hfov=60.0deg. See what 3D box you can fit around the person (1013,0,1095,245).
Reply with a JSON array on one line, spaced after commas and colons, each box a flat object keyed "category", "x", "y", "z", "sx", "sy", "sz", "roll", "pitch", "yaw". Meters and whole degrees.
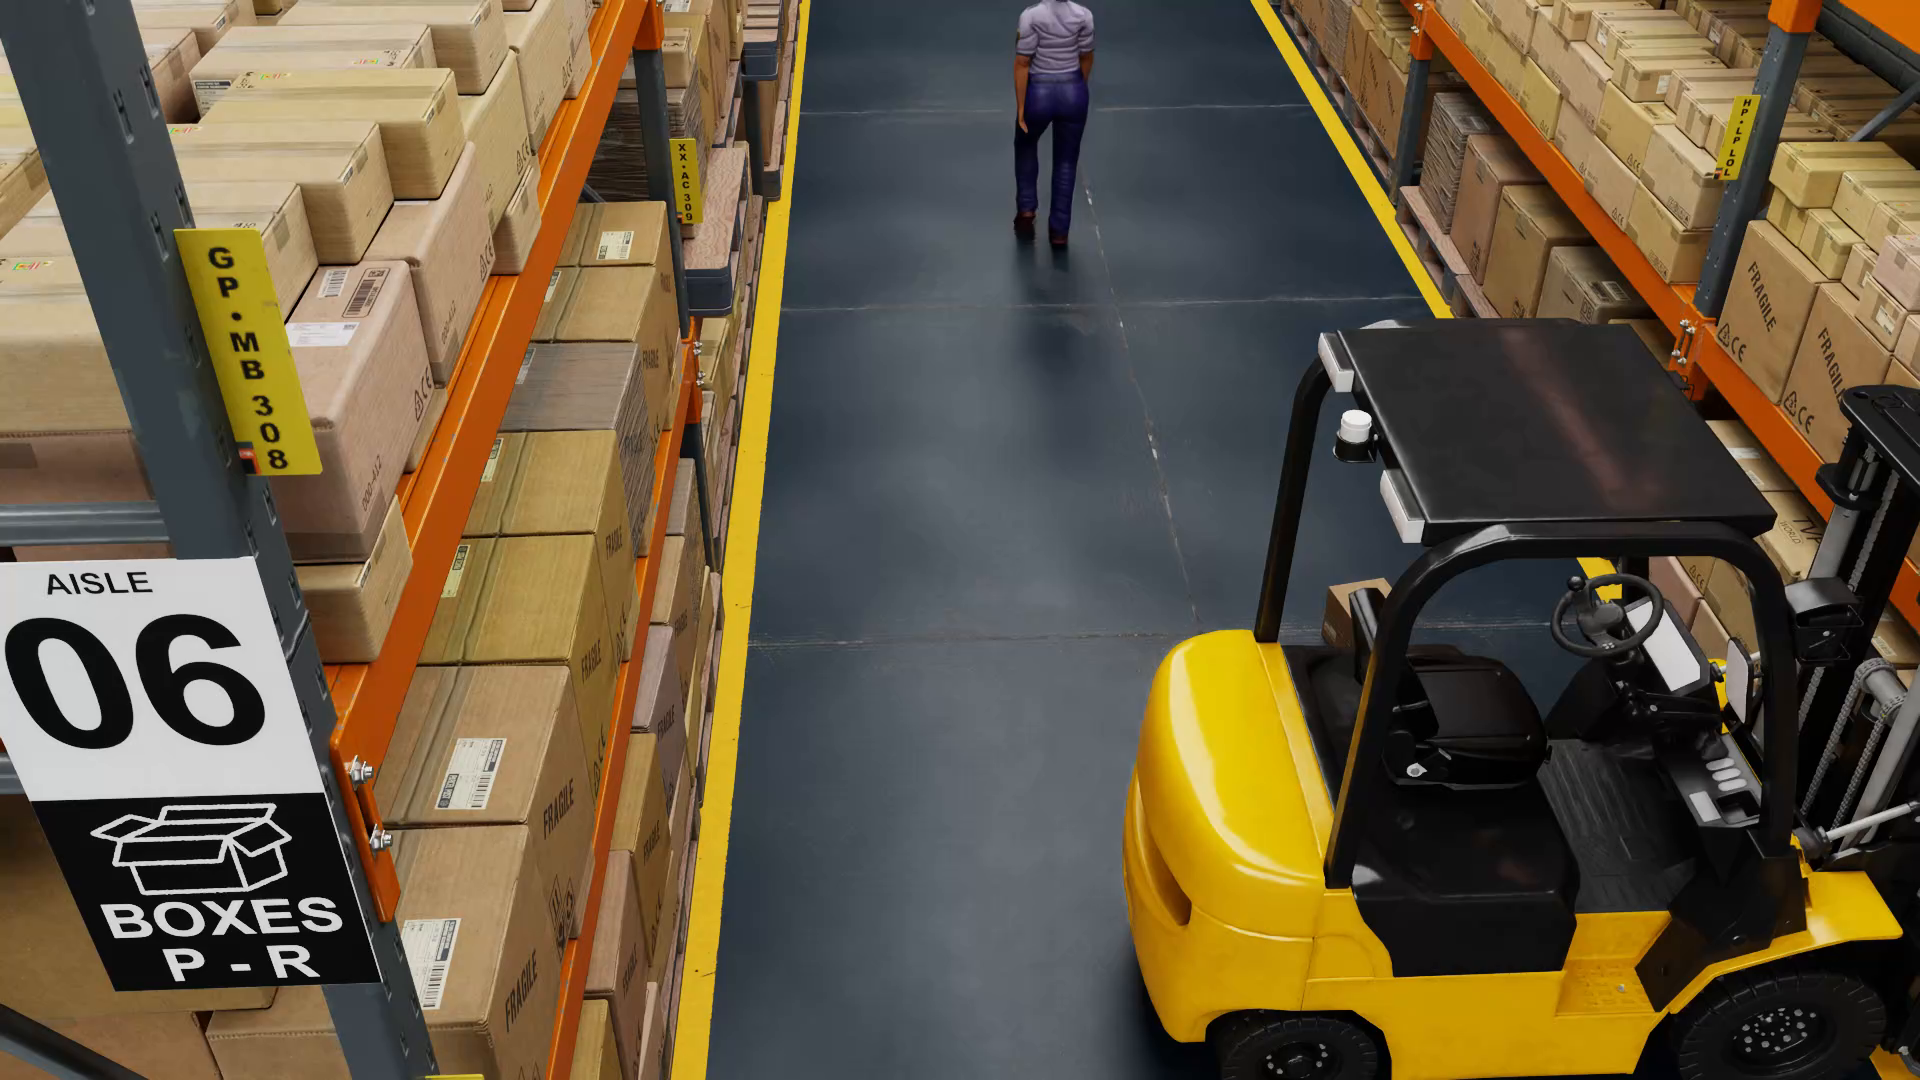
[{"category": "person", "x": 0.540, "y": -2.534, "z": 9.768, "sx": 0.485, "sy": 1.723, "sz": 0.565, "roll": -2, "pitch": 36, "yaw": -3}]
